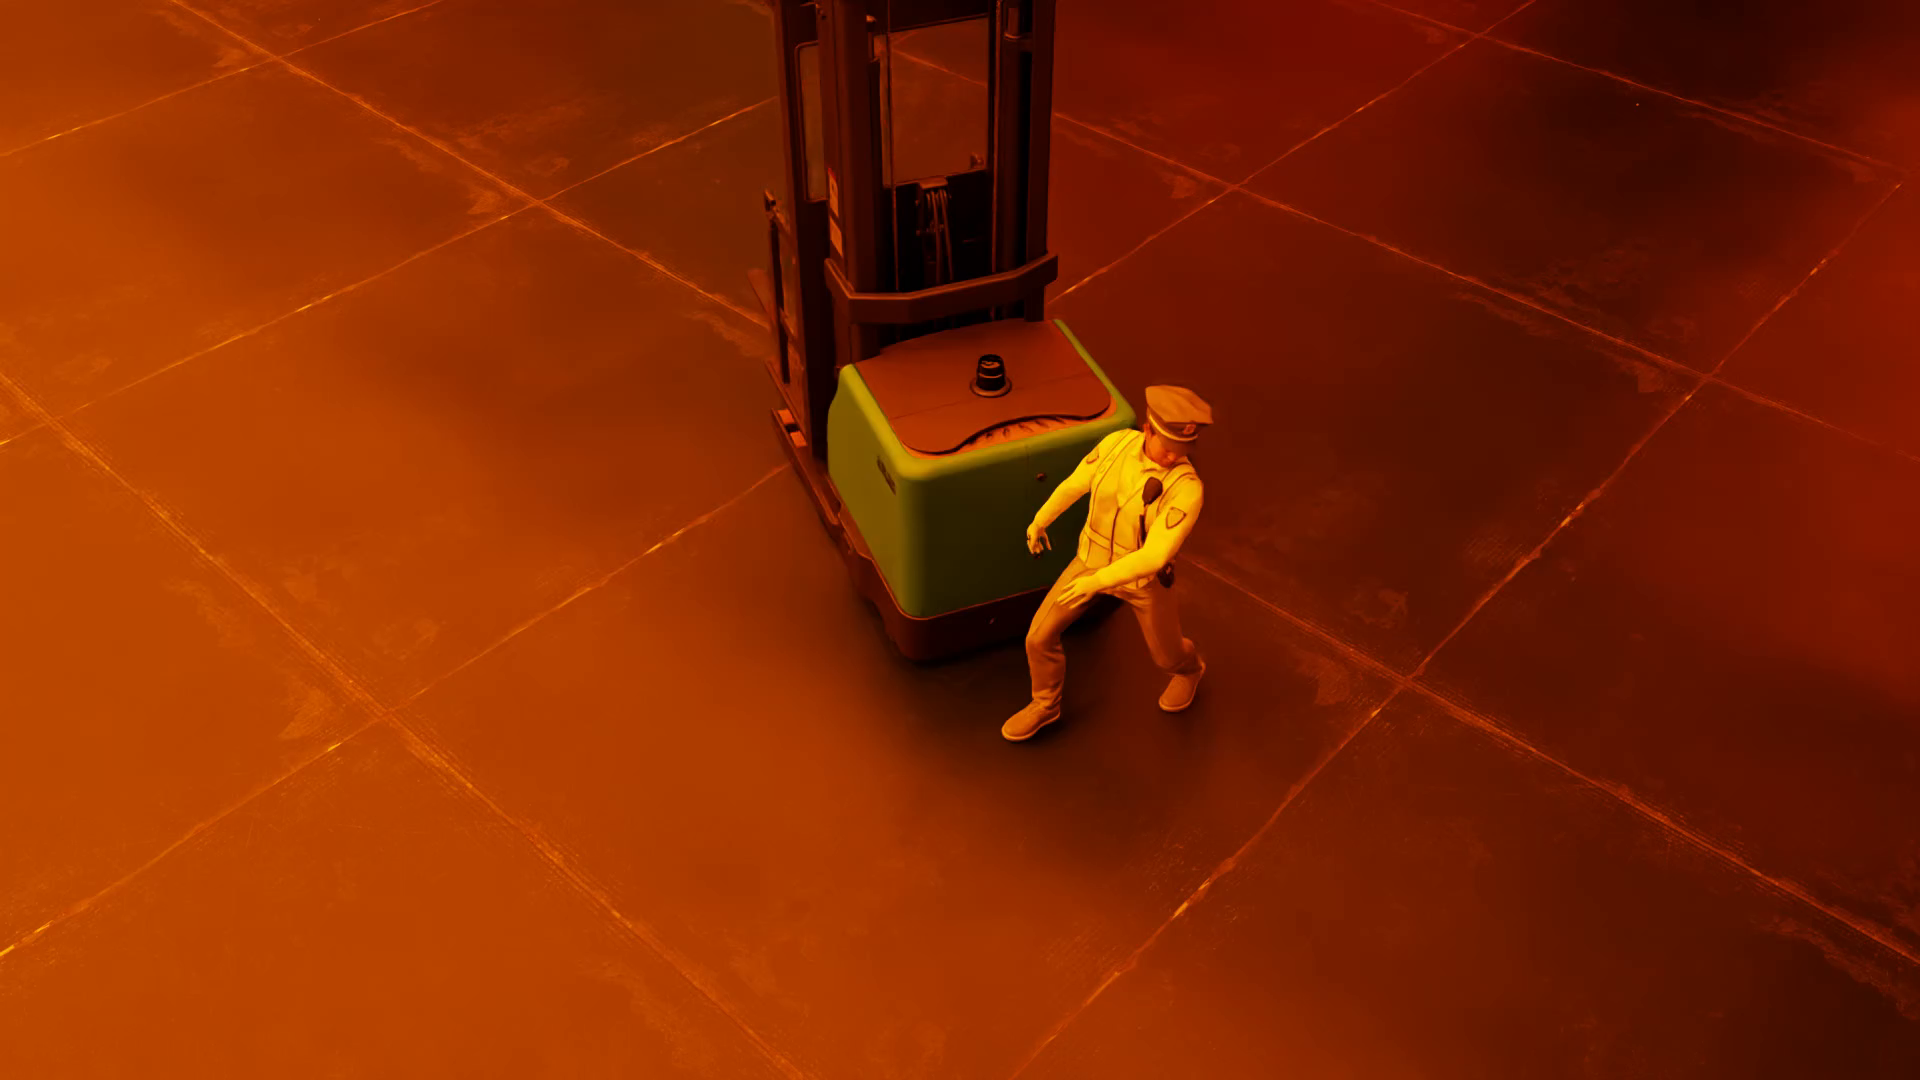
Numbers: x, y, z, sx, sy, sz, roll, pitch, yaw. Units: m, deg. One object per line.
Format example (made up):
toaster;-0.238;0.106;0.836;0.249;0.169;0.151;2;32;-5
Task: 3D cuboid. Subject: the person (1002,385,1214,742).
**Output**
person;0.535;0.105;6.301;0.692;1.570;0.859;22;45;24

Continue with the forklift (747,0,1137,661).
forklift;-0.287;-1.571;7.259;1.130;2.935;3.031;-14;43;-16
